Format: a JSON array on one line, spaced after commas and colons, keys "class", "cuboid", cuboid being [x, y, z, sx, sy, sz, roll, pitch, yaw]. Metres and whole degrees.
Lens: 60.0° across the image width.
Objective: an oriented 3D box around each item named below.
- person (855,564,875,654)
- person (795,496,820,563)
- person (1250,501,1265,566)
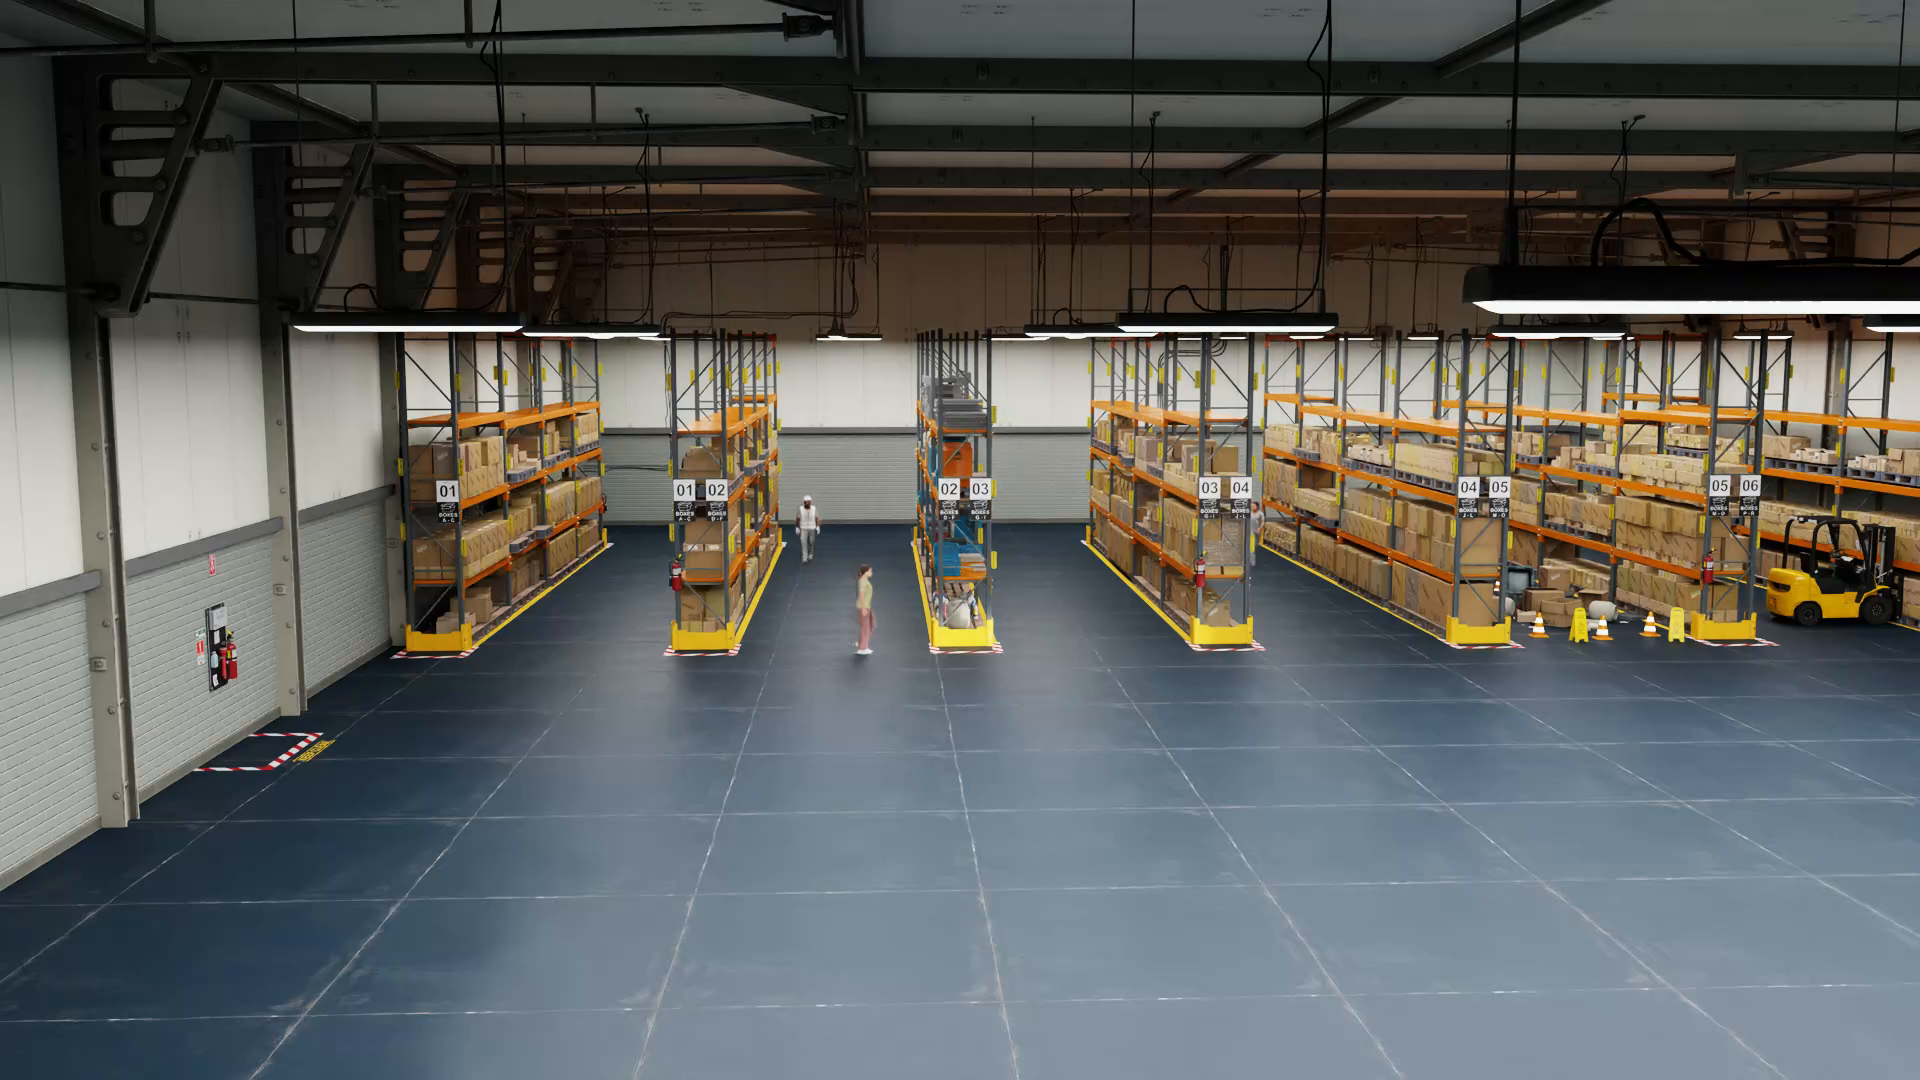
[{"class": "person", "cuboid": [-1.768, 1.276, 30.850, 0.381, 1.670, 0.578, 0, 7, -2]}, {"class": "person", "cuboid": [-3.999, -0.297, 43.600, 0.632, 1.729, 1.050, -1, 7, -5]}, {"class": "person", "cuboid": [7.720, -0.184, 43.430, 0.432, 1.671, 0.918, 0, 7, -1]}]
